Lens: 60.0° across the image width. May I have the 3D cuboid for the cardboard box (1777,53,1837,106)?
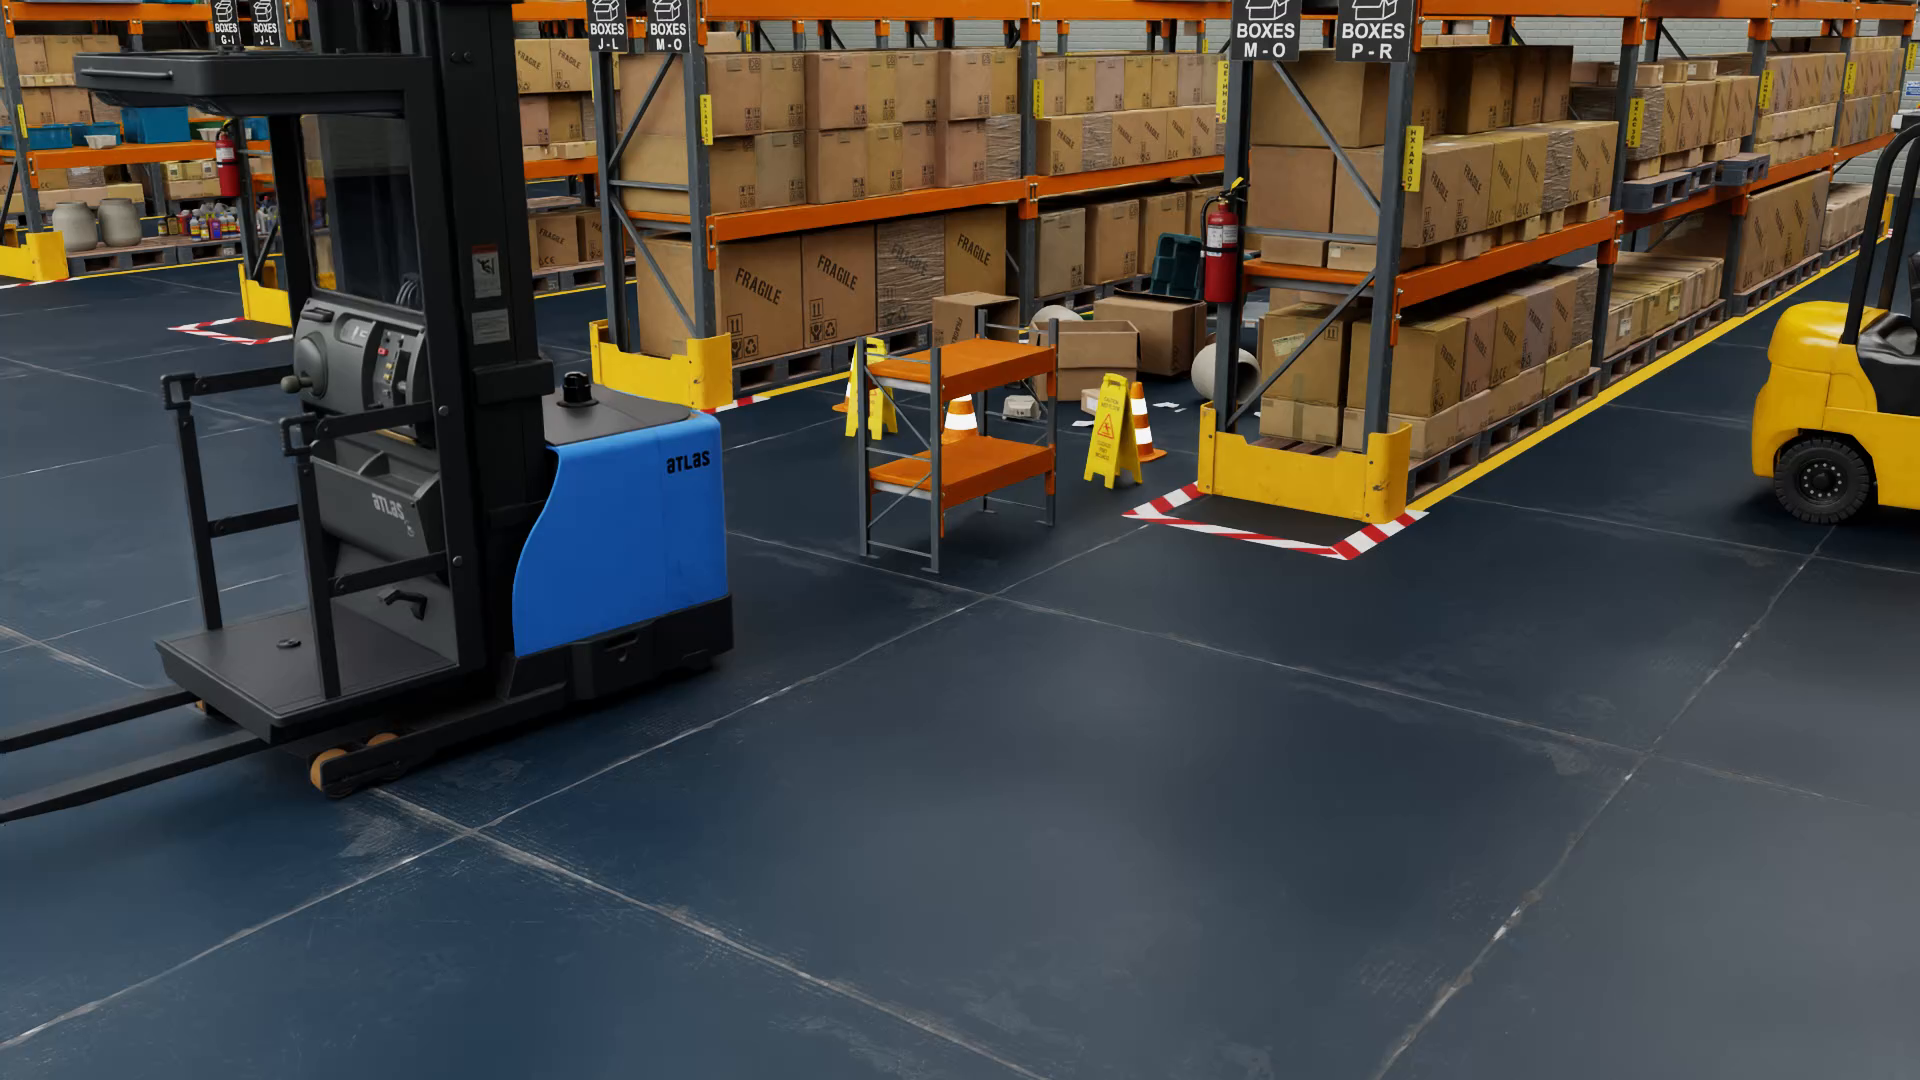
[{"bbox_3d":[8.663,-4.745,17.110,0.500,0.500,0.500,13,21,36],"label":"cardboard box"}]

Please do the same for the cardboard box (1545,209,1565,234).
[{"bbox_3d":[3.714,-2.096,10.860,0.380,0.149,0.250,12,21,34],"label":"cardboard box"}]

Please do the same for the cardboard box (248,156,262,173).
[{"bbox_3d":[-10.593,-5.543,24.519,0.500,0.311,0.500,12,21,33],"label":"cardboard box"}]

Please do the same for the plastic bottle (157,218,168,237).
[{"bbox_3d":[-9.314,-3.652,19.421,0.097,0.201,0.097,0,17,0],"label":"plastic bottle"}]

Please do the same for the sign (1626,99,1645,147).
[{"bbox_3d":[4.704,-2.909,11.593,0.100,0.325,0.005,12,21,35],"label":"sign"}]

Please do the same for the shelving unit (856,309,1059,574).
[{"bbox_3d":[0.004,-0.539,8.582,0.538,1.125,1.048,12,21,35],"label":"shelving unit"}]

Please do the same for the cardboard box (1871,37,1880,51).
[{"bbox_3d":[10.349,-5.719,19.152,0.380,0.149,0.250,12,21,35],"label":"cardboard box"}]

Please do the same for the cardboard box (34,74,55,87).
[{"bbox_3d":[-12.247,-6.105,22.082,0.380,0.149,0.250,12,21,34],"label":"cardboard box"}]

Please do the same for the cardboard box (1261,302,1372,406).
[{"bbox_3d":[2.148,-1.119,9.953,0.500,0.500,0.500,13,21,35],"label":"cardboard box"}]

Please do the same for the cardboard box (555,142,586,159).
[{"bbox_3d":[-4.000,-3.931,16.769,0.380,0.149,0.250,12,21,35],"label":"cardboard box"}]

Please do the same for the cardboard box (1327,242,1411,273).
[{"bbox_3d":[2.249,-1.561,9.136,0.380,0.149,0.250,13,21,35],"label":"cardboard box"}]

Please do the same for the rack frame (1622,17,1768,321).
[{"bbox_3d":[6.647,-3.542,15.092,1.000,3.000,0.127,12,21,35],"label":"rack frame"}]

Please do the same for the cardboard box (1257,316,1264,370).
[{"bbox_3d":[2.532,-1.382,12.347,0.500,0.500,0.500,-4,18,-13],"label":"cardboard box"}]

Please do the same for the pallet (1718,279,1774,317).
[{"bbox_3d":[7.177,-2.385,16.067,1.003,0.211,1.213,12,21,35],"label":"pallet"}]

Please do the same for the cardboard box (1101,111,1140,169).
[{"bbox_3d":[1.358,-3.804,15.768,0.500,0.500,0.500,12,21,34],"label":"cardboard box"}]

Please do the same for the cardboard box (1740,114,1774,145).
[{"bbox_3d":[7.147,-3.786,15.288,0.500,0.250,0.500,12,21,34],"label":"cardboard box"}]

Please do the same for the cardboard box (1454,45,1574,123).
[{"bbox_3d":[3.827,-3.190,11.603,0.700,0.500,0.500,12,21,34],"label":"cardboard box"}]

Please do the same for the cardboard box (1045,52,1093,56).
[{"bbox_3d":[1.562,-6.743,23.888,0.500,0.500,0.500,12,21,35],"label":"cardboard box"}]

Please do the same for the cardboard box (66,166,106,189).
[{"bbox_3d":[-12.057,-5.071,22.680,0.500,0.500,0.500,12,21,35],"label":"cardboard box"}]

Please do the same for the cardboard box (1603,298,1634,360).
[{"bbox_3d":[4.574,-1.660,12.755,0.950,0.372,0.625,13,21,35],"label":"cardboard box"}]

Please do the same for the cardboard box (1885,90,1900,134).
[{"bbox_3d":[11.339,-5.334,20.692,0.500,0.500,0.500,13,21,35],"label":"cardboard box"}]

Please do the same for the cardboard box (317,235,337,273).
[{"bbox_3d":[-5.693,-2.540,15.373,0.500,0.500,0.500,-15,23,-40],"label":"cardboard box"}]

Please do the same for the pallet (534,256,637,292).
[{"bbox_3d":[-4.067,-2.843,17.542,1.003,0.211,1.213,12,21,35],"label":"pallet"}]

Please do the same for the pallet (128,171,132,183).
[{"bbox_3d":[-14.440,-6.112,28.070,1.003,0.211,1.213,12,21,35],"label":"pallet"}]

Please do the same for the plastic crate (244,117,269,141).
[{"bbox_3d":[-8.114,-4.833,19.500,0.499,0.251,0.616,12,21,35],"label":"plastic crate"}]

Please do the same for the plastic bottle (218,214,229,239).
[{"bbox_3d":[-8.522,-3.629,19.229,0.097,0.271,0.097,0,17,0],"label":"plastic bottle"}]

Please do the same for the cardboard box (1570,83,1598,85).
[{"bbox_3d":[4.649,-3.249,12.769,0.500,0.500,0.500,13,21,35],"label":"cardboard box"}]

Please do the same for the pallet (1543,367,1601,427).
[{"bbox_3d":[3.892,-1.091,11.902,1.003,0.211,1.213,12,21,35],"label":"pallet"}]

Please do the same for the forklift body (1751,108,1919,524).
[{"bbox_3d":[5.534,-1.129,8.753,2.313,2.155,1.214,12,21,35],"label":"forklift body"}]

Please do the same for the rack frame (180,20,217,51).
[{"bbox_3d":[-13.246,-7.919,29.187,1.000,3.000,0.127,12,21,35],"label":"rack frame"}]

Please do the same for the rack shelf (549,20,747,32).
[{"bbox_3d":[-5.690,-9.563,30.635,1.077,0.370,4.000,12,21,35],"label":"rack shelf"}]

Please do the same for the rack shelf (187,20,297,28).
[{"bbox_3d":[-12.054,-9.484,30.383,1.077,0.370,4.000,12,21,35],"label":"rack shelf"}]

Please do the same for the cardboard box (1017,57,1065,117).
[{"bbox_3d":[0.519,-4.085,14.984,0.700,0.500,0.500,12,21,34],"label":"cardboard box"}]

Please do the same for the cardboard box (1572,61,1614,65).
[{"bbox_3d":[4.902,-3.675,13.049,0.380,0.149,0.250,11,21,32],"label":"cardboard box"}]

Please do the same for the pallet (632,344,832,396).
[{"bbox_3d":[-1.742,-1.360,12.767,1.003,0.211,1.213,12,21,35],"label":"pallet"}]

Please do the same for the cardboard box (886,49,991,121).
[{"bbox_3d":[-0.254,-3.794,13.830,0.875,0.550,0.550,12,21,35],"label":"cardboard box"}]

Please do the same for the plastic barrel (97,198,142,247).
[{"bbox_3d":[-9.427,-3.565,18.653,0.421,0.512,0.421,0,17,0],"label":"plastic barrel"}]

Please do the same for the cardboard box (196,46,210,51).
[{"bbox_3d":[-13.184,-8.630,29.509,0.500,0.250,0.500,13,22,36],"label":"cardboard box"}]

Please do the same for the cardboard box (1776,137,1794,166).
[{"bbox_3d":[7.750,-3.792,16.149,0.500,0.250,0.500,13,22,36],"label":"cardboard box"}]

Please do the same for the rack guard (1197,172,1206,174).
[{"bbox_3d":[3.469,-6.011,27.256,1.175,0.500,0.348,12,21,35],"label":"rack guard"}]

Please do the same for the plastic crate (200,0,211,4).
[{"bbox_3d":[-8.305,-6.069,18.615,0.243,0.136,0.396,12,21,35],"label":"plastic crate"}]

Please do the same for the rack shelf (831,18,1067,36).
[{"bbox_3d":[-0.120,-6.859,21.927,1.077,0.370,4.000,12,21,35],"label":"rack shelf"}]

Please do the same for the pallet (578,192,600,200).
[{"bbox_3d":[-4.853,-5.032,24.591,1.003,0.211,1.213,12,21,35],"label":"pallet"}]

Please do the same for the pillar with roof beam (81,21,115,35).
[{"bbox_3d":[-11.258,-9.867,25.343,9.100,9.000,0.400,12,21,35],"label":"pillar with roof beam"}]

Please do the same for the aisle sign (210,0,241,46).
[{"bbox_3d":[-6.356,-4.668,14.333,0.394,0.787,0.004,12,21,35],"label":"aisle sign"}]

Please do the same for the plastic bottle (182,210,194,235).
[{"bbox_3d":[-9.056,-3.727,19.527,0.061,0.283,0.133,12,21,35],"label":"plastic bottle"}]

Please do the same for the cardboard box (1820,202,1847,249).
[{"bbox_3d":[9.491,-3.602,18.898,0.875,0.438,0.875,12,21,34],"label":"cardboard box"}]

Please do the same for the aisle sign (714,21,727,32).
[{"bbox_3d":[-4.694,-10.260,32.341,0.394,0.787,0.004,12,21,35],"label":"aisle sign"}]

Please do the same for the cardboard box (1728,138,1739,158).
[{"bbox_3d":[6.425,-3.358,14.216,0.380,0.149,0.250,12,21,34],"label":"cardboard box"}]

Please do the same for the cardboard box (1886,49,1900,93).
[{"bbox_3d":[11.030,-5.686,20.142,0.500,0.500,0.500,13,21,35],"label":"cardboard box"}]

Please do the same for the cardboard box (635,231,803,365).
[{"bbox_3d":[-1.804,-1.846,12.506,0.875,0.875,0.875,13,21,35],"label":"cardboard box"}]

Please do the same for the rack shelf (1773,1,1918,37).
[{"bbox_3d":[10.222,-6.060,19.356,1.077,0.370,4.000,12,21,35],"label":"rack shelf"}]

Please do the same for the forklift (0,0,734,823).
[{"bbox_3d":[-2.350,-0.669,5.955,1.130,2.935,3.031,16,24,42],"label":"forklift"}]
